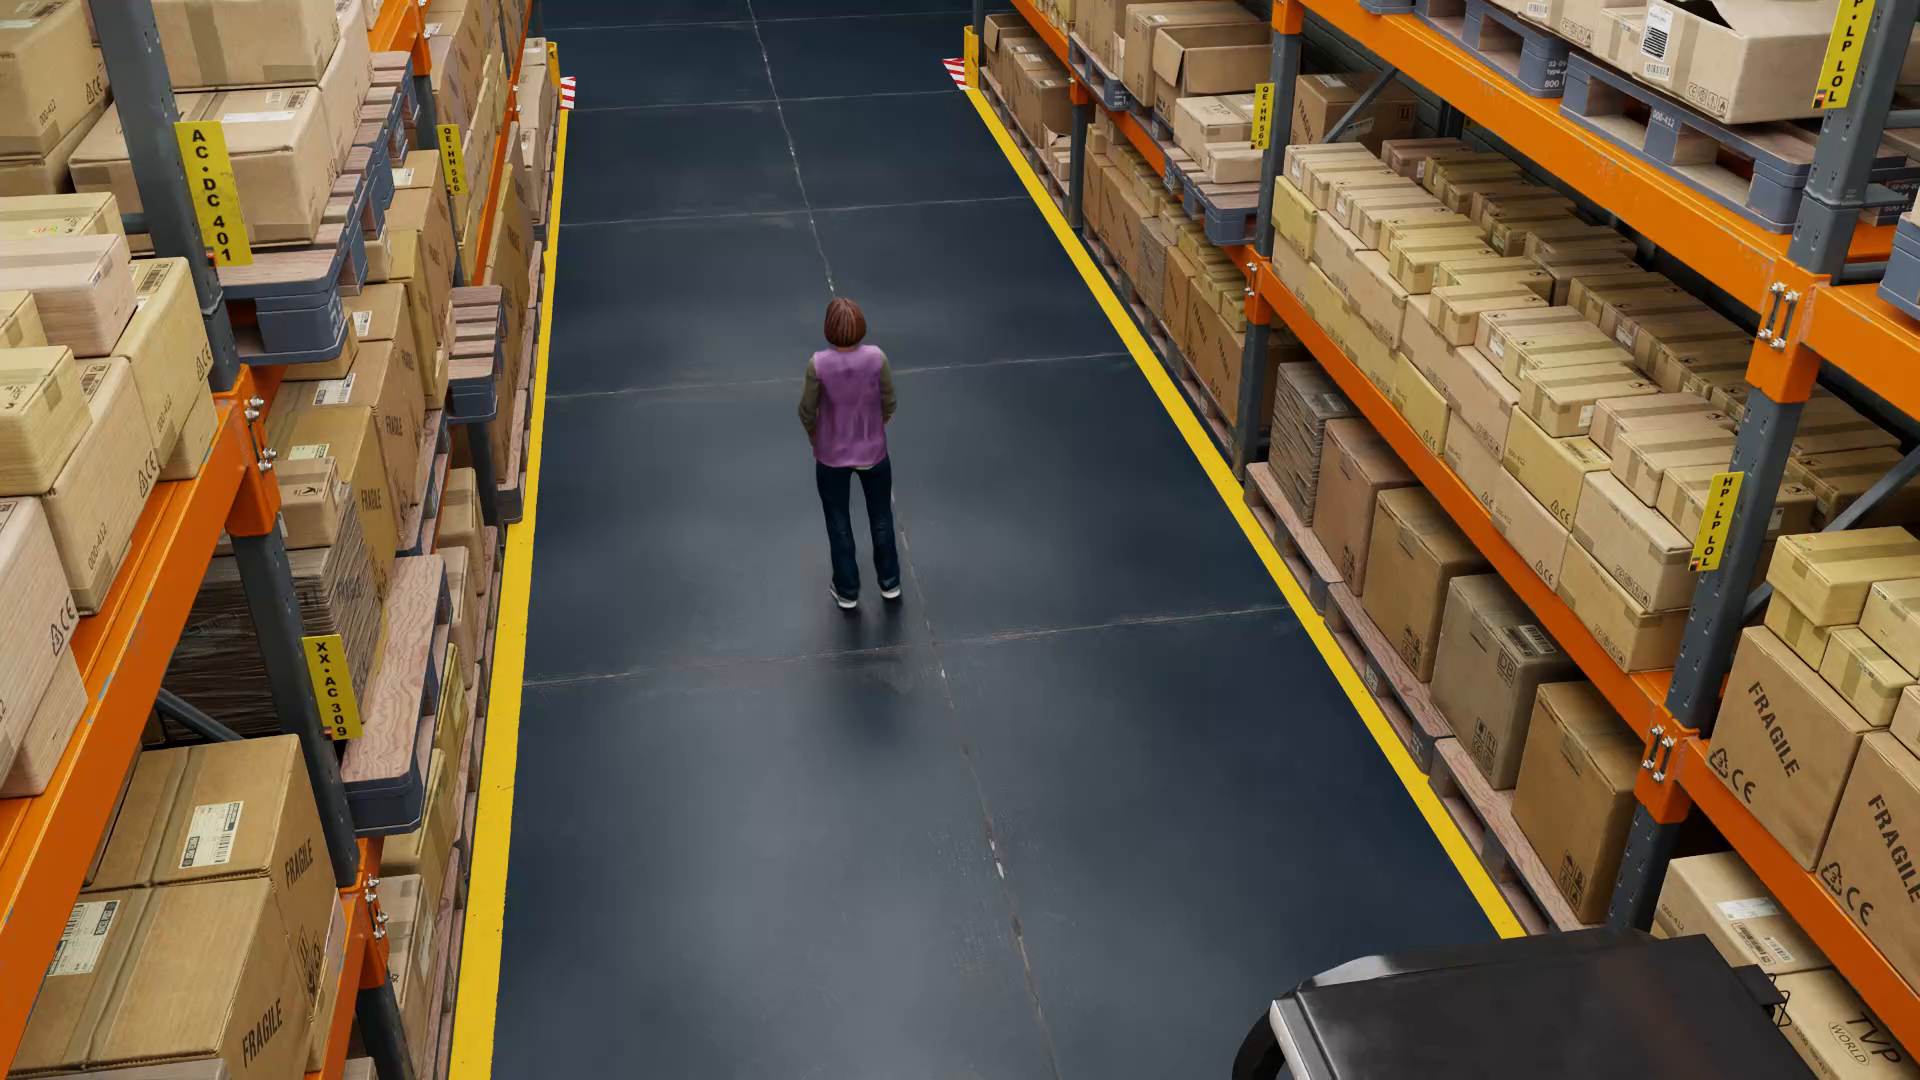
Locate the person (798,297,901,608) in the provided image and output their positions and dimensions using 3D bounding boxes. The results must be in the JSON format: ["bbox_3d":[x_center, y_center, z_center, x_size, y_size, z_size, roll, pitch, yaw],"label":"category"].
[{"bbox_3d":[-0.515,-0.419,7.829,0.477,1.601,0.388,-5,32,-9],"label":"person"}]
